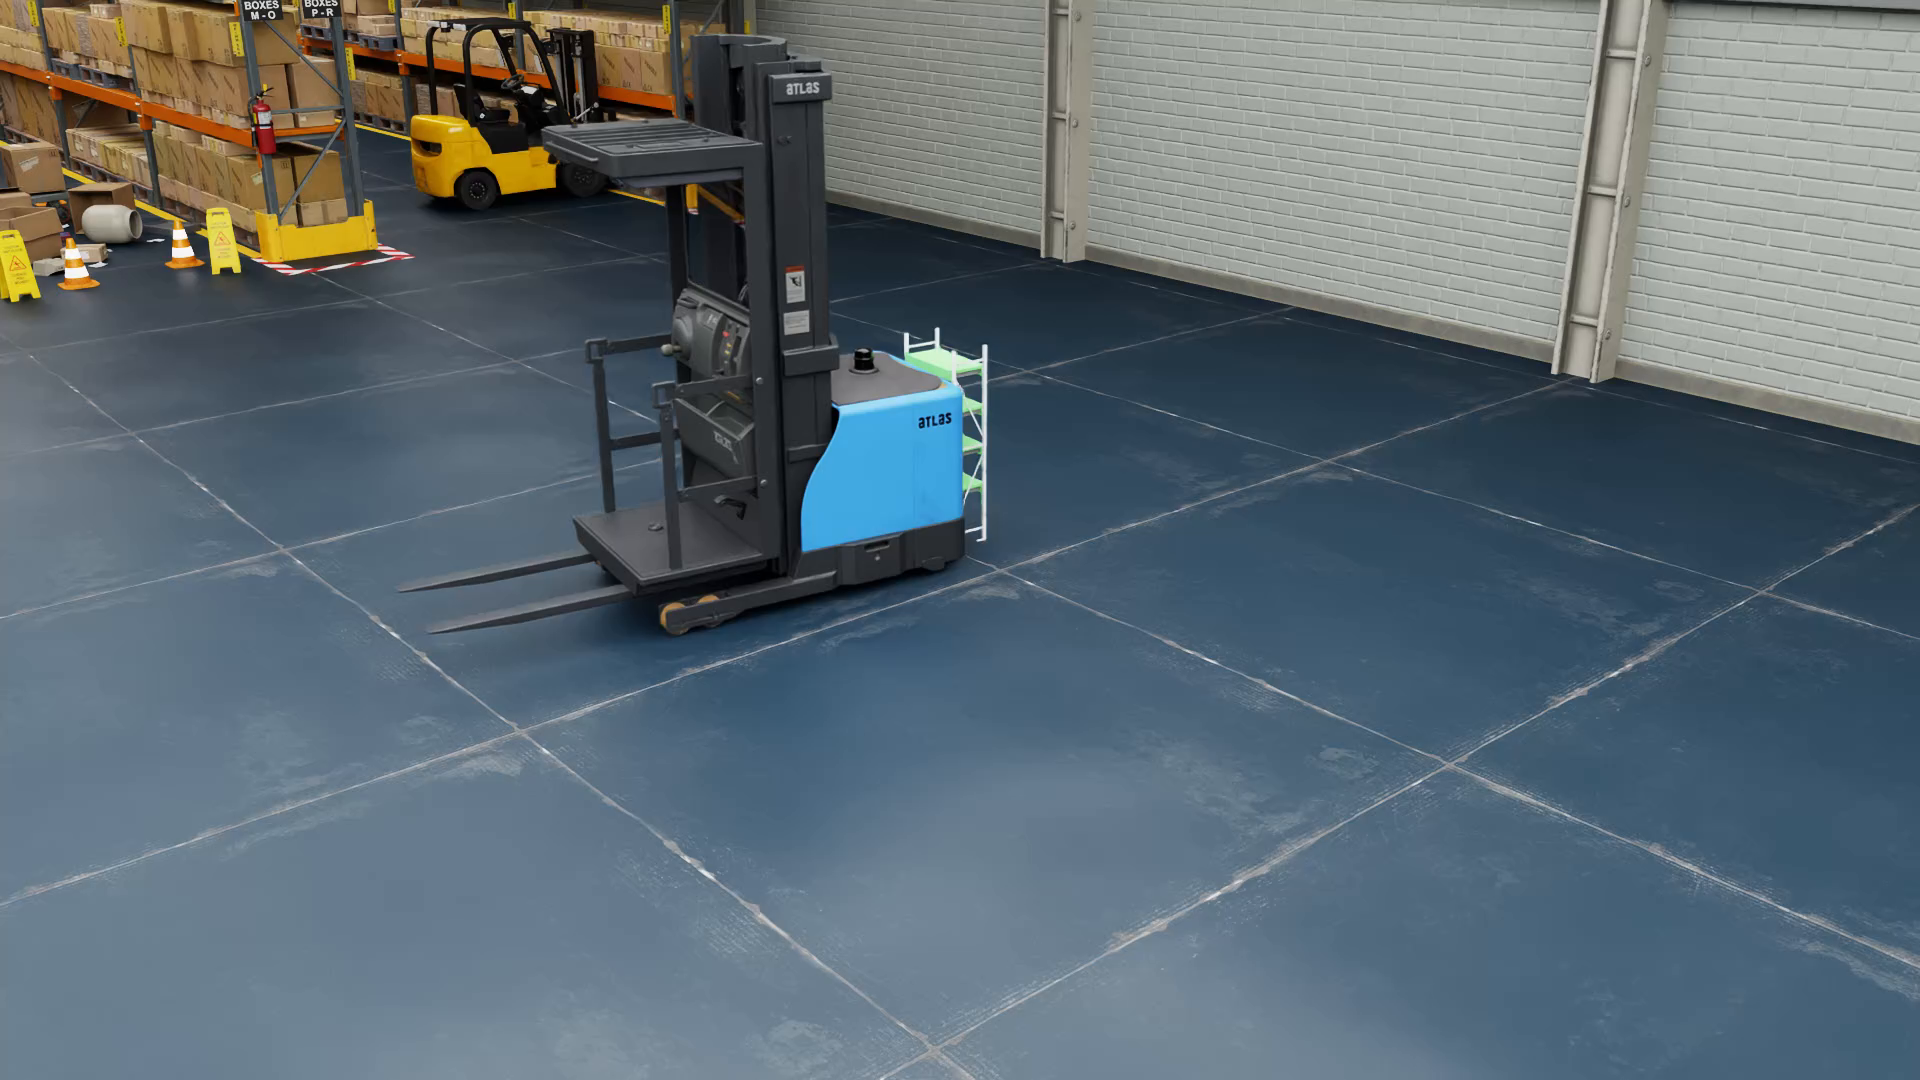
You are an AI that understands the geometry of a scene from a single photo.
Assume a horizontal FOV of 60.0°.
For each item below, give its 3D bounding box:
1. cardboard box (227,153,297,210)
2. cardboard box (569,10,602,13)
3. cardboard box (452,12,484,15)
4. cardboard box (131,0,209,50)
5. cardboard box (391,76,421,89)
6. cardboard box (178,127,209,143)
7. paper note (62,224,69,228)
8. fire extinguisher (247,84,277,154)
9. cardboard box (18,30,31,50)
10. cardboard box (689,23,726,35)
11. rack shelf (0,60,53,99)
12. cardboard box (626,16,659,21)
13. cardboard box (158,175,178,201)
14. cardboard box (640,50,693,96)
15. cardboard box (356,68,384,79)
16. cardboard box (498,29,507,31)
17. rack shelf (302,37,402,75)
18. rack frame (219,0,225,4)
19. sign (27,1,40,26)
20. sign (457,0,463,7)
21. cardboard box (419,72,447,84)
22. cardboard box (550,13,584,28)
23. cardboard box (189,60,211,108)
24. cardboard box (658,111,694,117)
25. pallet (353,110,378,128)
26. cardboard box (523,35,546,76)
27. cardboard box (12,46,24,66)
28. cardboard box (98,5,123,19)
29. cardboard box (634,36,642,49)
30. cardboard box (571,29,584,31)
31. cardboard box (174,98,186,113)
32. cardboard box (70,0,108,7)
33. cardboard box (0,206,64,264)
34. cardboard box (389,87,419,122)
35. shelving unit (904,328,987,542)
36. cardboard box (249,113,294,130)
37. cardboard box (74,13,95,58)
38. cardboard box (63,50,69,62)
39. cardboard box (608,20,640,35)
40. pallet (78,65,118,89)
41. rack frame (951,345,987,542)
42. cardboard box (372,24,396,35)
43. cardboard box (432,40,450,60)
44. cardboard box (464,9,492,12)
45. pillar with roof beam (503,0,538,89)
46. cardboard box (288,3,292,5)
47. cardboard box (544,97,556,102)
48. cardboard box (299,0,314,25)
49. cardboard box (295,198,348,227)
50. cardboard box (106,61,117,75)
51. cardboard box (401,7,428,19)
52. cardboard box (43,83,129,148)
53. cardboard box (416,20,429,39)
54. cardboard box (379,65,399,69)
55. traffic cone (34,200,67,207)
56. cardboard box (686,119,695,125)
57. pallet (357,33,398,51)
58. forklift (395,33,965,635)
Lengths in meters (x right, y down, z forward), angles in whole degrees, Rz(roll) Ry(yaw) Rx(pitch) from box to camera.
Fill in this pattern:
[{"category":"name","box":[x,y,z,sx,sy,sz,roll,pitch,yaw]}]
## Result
[{"category":"cardboard box","box":[-7.527,-3.876,17.934,0.500,0.500,0.500,-17,27,-37]},{"category":"cardboard box","box":[-5.090,-7.132,22.645,0.380,0.149,0.250,-18,28,-39]},{"category":"cardboard box","box":[-7.192,-7.633,24.332,0.380,0.149,0.250,-17,27,-37]},{"category":"cardboard box","box":[-8.978,-5.889,18.990,0.700,0.500,0.500,-17,27,-37]},{"category":"cardboard box","box":[-8.785,-7.255,26.357,0.380,0.149,0.250,-19,28,-40]},{"category":"cardboard box","box":[-8.686,-4.633,18.976,0.380,0.149,0.250,-16,26,-34]},{"category":"paper note","box":[-10.364,-3.623,19.191,0.148,0.019,0.142,-17,27,-37]},{"category":"fire extinguisher","box":[-7.081,-4.275,16.892,0.296,0.674,0.183,-17,27,-37]},{"category":"cardboard box","box":[-12.875,-7.040,23.365,0.500,0.250,0.500,-18,28,-39]},{"category":"cardboard box","box":[-3.106,-6.266,20.434,0.380,0.149,0.250,-18,28,-38]},{"category":"rack shelf","box":[-13.334,-6.880,24.424,1.077,0.370,4.000,-17,27,-37]},{"category":"cardboard box","box":[-4.094,-6.700,21.543,0.380,0.149,0.250,-17,27,-37]},{"category":"cardboard box","box":[-9.237,-4.246,19.905,0.500,0.250,0.500,-19,28,-40]},{"category":"cardboard box","box":[-3.569,-5.755,20.428,0.500,0.500,0.500,-18,28,-39]},{"category":"cardboard box","box":[-9.751,-7.708,27.514,0.380,0.149,0.250,-17,27,-37]},{"category":"cardboard box","box":[-6.233,-7.197,23.221,0.380,0.149,0.250,-18,28,-38]},{"category":"rack shelf","box":[-9.576,-8.063,27.444,1.077,0.370,4.000,-17,27,-37]},{"category":"rack frame","box":[-13.493,-10.056,31.545,1.000,3.000,0.127,-17,27,-37]},{"category":"sign","box":[-12.447,-7.069,22.331,0.100,0.325,0.005,-17,27,-37]},{"category":"sign","box":[-7.852,-8.518,26.030,0.100,0.325,0.005,-17,27,-37]},{"category":"cardboard box","box":[-8.528,-7.477,26.923,0.380,0.149,0.250,-16,27,-36]},{"category":"cardboard box","box":[-5.174,-6.854,21.936,0.380,0.149,0.250,-17,27,-36]},{"category":"cardboard box","box":[-8.017,-5.000,18.093,0.500,0.500,0.500,-18,27,-38]},{"category":"cardboard box","box":[-3.548,-5.331,21.305,0.500,0.250,0.500,-17,27,-37]},{"category":"pallet","box":[-9.521,-7.099,27.820,1.003,0.211,1.213,-17,27,-37]},{"category":"cardboard box","box":[-5.568,-6.602,22.590,0.500,0.500,0.500,-18,28,-39]},{"category":"cardboard box","box":[-13.217,-6.951,23.824,0.500,0.250,0.500,-18,28,-38]},{"category":"cardboard box","box":[-10.350,-6.501,20.460,0.380,0.149,0.250,-18,28,-39]},{"category":"cardboard box","box":[-3.799,-6.163,20.579,0.380,0.149,0.250,-17,27,-36]},{"category":"cardboard box","box":[-4.837,-6.578,21.638,0.380,0.149,0.250,-19,28,-39]},{"category":"cardboard box","box":[-8.627,-4.922,18.781,0.380,0.149,0.250,-17,27,-37]},{"category":"cardboard box","box":[-12.165,-7.369,23.178,0.500,0.500,0.500,-19,28,-39]},{"category":"cardboard box","box":[-9.871,-3.173,17.394,0.637,0.503,0.797,3,22,9]},{"category":"cardboard box","box":[-8.709,-6.943,26.448,0.500,0.500,0.500,-16,27,-36]},{"category":"shelving unit","box":[-0.086,-0.609,9.893,0.258,1.200,0.503,-14,26,-32]},{"category":"cardboard box","box":[-7.213,-4.388,17.418,0.380,0.149,0.250,-16,27,-36]},{"category":"cardboard box","box":[-10.892,-6.436,21.184,0.500,0.500,0.500,-19,28,-39]},{"category":"cardboard box","box":[-11.654,-6.435,22.068,0.380,0.149,0.250,-20,29,-41]},{"category":"cardboard box","box":[-4.178,-6.430,20.853,0.380,0.149,0.250,-17,27,-36]},{"category":"pallet","box":[-10.705,-6.036,21.546,1.003,0.211,1.213,-17,27,-37]},{"category":"rack frame","box":[0.054,-0.536,9.707,0.240,1.200,0.015,-14,26,-32]},{"category":"cardboard box","box":[-8.990,-8.014,26.101,0.380,0.149,0.250,-17,27,-36]},{"category":"cardboard box","box":[-7.500,-7.314,24.750,0.500,0.250,0.500,-19,28,-39]},{"category":"cardboard box","box":[-7.202,-7.879,24.960,0.380,0.149,0.250,-18,27,-38]},{"category":"pillar with roof beam","box":[-9.998,-9.468,21.819,9.100,9.000,0.400,-17,27,-37]},{"category":"cardboard box","box":[-11.995,-9.635,30.269,0.500,0.250,0.500,-18,27,-38]},{"category":"cardboard box","box":[-5.582,-5.913,22.791,0.500,0.250,0.500,-18,28,-38]},{"category":"cardboard box","box":[-10.735,-9.006,28.151,0.700,0.500,0.500,-17,27,-36]},{"category":"cardboard box","box":[-7.124,-3.656,18.401,0.500,0.250,0.500,-18,28,-38]},{"category":"cardboard box","box":[-10.317,-5.852,20.582,0.380,0.149,0.250,-18,28,-38]},{"category":"cardboard box","box":[-8.286,-8.036,25.361,0.380,0.149,0.250,-16,27,-36]},{"category":"cardboard box","box":[-12.416,-6.080,23.731,0.875,0.875,0.875,-18,28,-38]},{"category":"cardboard box","box":[-7.840,-7.689,25.022,0.500,0.250,0.500,-16,27,-36]},{"category":"cardboard box","box":[-9.546,-7.904,28.013,0.380,0.149,0.250,-17,27,-37]},{"category":"traffic cone","box":[-11.288,-4.386,20.547,0.336,0.463,0.334,-17,27,-37]},{"category":"cardboard box","box":[-3.585,-5.069,20.636,0.500,0.250,0.500,-16,27,-36]},{"category":"pallet","box":[-8.766,-7.927,26.372,1.213,0.211,1.003,-17,27,-37]},{"category":"forklift","box":[-1.499,-1.087,8.739,3.031,2.935,1.130,-12,25,-29]}]
